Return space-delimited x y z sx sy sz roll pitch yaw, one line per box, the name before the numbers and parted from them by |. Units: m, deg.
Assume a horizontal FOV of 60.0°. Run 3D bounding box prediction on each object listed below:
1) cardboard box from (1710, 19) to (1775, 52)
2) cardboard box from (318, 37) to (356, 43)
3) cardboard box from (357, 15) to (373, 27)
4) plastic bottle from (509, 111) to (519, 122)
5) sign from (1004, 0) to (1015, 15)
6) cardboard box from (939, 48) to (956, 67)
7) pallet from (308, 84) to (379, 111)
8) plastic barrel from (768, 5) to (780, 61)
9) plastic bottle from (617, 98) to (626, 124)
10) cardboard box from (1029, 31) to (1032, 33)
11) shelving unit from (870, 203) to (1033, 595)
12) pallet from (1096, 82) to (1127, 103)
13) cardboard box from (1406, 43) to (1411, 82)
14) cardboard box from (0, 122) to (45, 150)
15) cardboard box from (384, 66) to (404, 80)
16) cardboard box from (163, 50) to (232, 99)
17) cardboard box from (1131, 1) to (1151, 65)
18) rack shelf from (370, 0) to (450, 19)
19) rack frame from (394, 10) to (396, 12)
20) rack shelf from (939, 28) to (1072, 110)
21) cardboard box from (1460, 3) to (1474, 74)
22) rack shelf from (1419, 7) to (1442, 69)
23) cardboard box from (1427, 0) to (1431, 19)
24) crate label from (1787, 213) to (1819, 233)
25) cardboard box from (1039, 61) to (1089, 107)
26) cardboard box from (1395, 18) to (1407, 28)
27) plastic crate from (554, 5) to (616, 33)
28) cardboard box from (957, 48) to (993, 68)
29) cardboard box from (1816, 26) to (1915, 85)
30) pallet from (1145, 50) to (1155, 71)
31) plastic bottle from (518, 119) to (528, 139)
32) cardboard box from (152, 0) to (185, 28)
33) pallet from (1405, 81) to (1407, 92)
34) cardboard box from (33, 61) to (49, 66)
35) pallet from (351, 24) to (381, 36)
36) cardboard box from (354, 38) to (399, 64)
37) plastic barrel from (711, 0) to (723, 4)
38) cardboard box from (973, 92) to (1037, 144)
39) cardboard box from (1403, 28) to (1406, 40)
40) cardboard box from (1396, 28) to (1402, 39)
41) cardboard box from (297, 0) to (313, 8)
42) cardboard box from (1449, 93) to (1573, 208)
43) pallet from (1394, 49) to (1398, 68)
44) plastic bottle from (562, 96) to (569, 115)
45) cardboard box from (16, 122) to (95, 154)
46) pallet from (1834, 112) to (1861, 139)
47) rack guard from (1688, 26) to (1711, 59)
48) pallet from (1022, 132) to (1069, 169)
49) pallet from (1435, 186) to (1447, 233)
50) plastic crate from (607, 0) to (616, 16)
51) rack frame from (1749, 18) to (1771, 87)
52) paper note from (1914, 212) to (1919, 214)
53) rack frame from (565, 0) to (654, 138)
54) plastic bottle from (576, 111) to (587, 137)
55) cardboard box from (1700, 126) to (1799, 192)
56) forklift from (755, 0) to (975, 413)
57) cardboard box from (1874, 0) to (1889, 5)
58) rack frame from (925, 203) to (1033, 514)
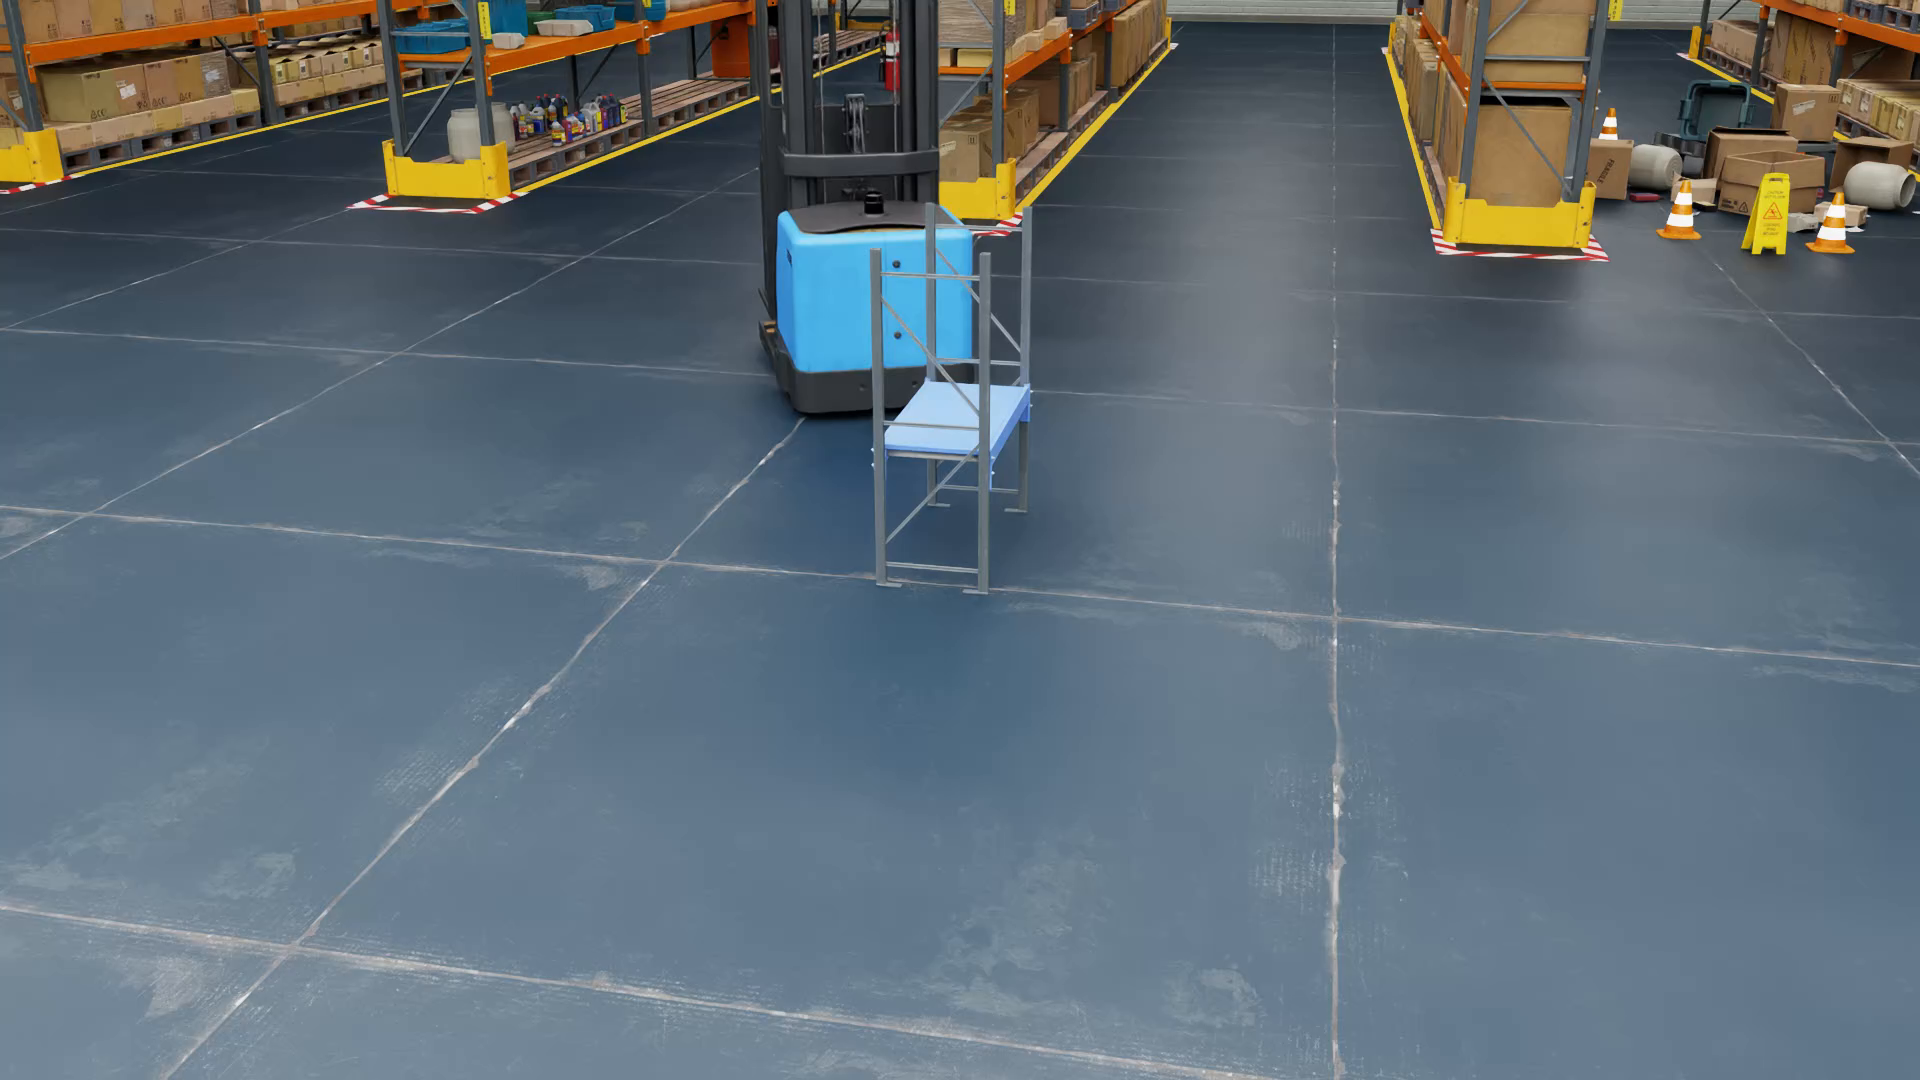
cardboard box | 12.825 -8.217 27.107 0.875 0.438 0.875 4 22 9
cardboard box | -8.663 -6.863 23.247 0.500 0.311 0.500 4 22 10
cardboard box | -11.534 -9.936 31.293 0.700 0.500 0.500 4 22 11
plastic bottle | -4.902 -4.527 18.137 0.152 0.276 0.135 4 22 9
sign | 0.426 -4.723 14.408 0.100 0.325 0.005 4 22 11
cardboard box | -0.249 -4.367 15.017 0.380 0.149 0.250 4 22 11
pallet | -8.627 -6.009 22.491 1.003 0.211 1.213 4 22 11
plastic barrel | -2.777 -7.894 25.686 0.600 0.901 0.708 4 22 11
plastic bottle | -3.913 -4.947 19.168 0.061 0.283 0.133 6 23 14
cardboard box | 0.509 -4.975 16.528 0.380 0.149 0.250 4 22 11
shelving unit | -0.017 -0.664 7.496 0.538 1.500 1.048 4 22 11
pallet | 1.762 -6.278 23.159 1.003 0.211 1.213 4 22 11
cardboard box | 6.442 -6.554 22.896 0.500 0.500 0.500 3 22 9
cardboard box | -9.982 -4.258 17.529 0.500 0.250 0.500 4 22 11
cardboard box | -8.140 -6.565 23.258 0.500 0.250 0.500 4 22 10
cardboard box | -8.980 -5.482 19.564 0.500 0.500 0.500 4 22 11
cardboard box | 2.233 -7.725 25.302 1.225 0.875 0.875 5 22 11
rack shelf | -7.762 -8.443 25.766 1.077 0.370 4.000 4 22 11
rack frame | -11.388 -11.347 32.014 1.000 3.000 0.127 4 22 11
rack shelf | 0.303 -4.761 16.623 1.077 0.370 4.000 4 22 11
cardboard box | 4.852 -4.360 14.462 0.875 0.550 0.550 4 22 11
rack shelf | 5.954 -5.809 19.224 1.077 0.370 4.000 4 22 11
cardboard box | 5.802 -6.406 19.611 0.500 0.500 0.500 4 22 11
crate label | 7.365 -2.788 14.593 0.250 0.136 0.298 -7 23 -17
cardboard box | 1.201 -5.675 20.687 0.700 0.500 0.500 6 23 15
cardboard box | 7.440 -8.590 27.625 0.380 0.149 0.250 4 22 11
plastic crate | -4.098 -5.709 18.213 0.499 0.251 0.616 4 22 11
cardboard box | 0.187 -4.333 14.933 0.380 0.149 0.250 4 22 11
cardboard box | 11.451 -5.989 20.991 0.875 0.875 0.875 4 22 10
pallet | 2.575 -7.730 26.766 1.003 0.211 1.213 4 22 11
plastic bottle | -4.776 -4.490 18.144 0.097 0.201 0.097 0 22 0
cardboard box | -9.278 -6.090 18.825 0.700 0.500 0.500 5 22 12
pallet | 6.774 -6.311 23.241 1.003 0.211 1.213 4 22 11
cardboard box | -13.408 -6.836 23.568 0.700 0.500 0.500 4 22 11
pallet | -11.474 -9.756 31.794 1.003 0.211 1.213 4 22 11
cardboard box | -8.135 -6.824 23.150 0.500 0.311 0.500 4 22 10
plastic barrel | -3.322 -7.326 21.879 0.421 0.512 0.421 0 22 0
cardboard box | 0.481 -4.508 17.816 0.500 0.500 0.500 12 25 28
cardboard box | 7.053 -7.823 25.721 0.380 0.149 0.250 4 22 10
cardboard box | 7.404 -8.360 27.453 0.380 0.149 0.250 5 23 13
cardboard box | -8.706 -7.101 21.337 0.500 0.500 0.500 6 23 15
cardboard box | 4.804 -3.410 14.588 0.875 0.875 0.875 5 22 11
pallet | 7.528 -7.739 26.787 1.003 0.211 1.213 4 22 11
plastic bottle | -4.632 -5.059 19.463 0.097 0.271 0.097 0 22 0
cardboard box | -9.475 -4.218 17.430 0.500 0.250 0.500 4 22 11
pallet | 11.068 -4.954 19.872 1.003 0.211 1.213 4 22 11
rack guard | 12.866 -8.309 27.814 1.175 0.500 0.348 4 22 11
pallet | 0.609 -4.284 18.209 1.003 0.211 1.213 4 22 11
pallet | 4.817 -2.953 14.903 1.003 0.211 1.213 4 22 11
plastic crate | -4.338 -6.434 19.727 0.402 0.464 0.583 4 22 11
rack frame | 12.045 -7.996 23.693 1.000 3.000 0.127 4 22 11
paper note | 8.875 -3.016 15.301 0.142 0.019 0.148 -3 22 -8
rack frame | -4.138 -6.204 19.242 1.000 3.000 0.127 4 22 11
plastic bottle | -4.147 -4.555 18.210 0.097 0.271 0.097 0 22 0
cardboard box | 7.659 -3.691 16.162 0.797 0.637 0.503 4 22 11
forklift | -0.723 -2.600 10.385 1.130 2.935 3.031 -5 22 -11
cardboard box | 10.713 -6.211 19.033 0.380 0.149 0.250 5 22 11
rack frame | 0.086 -0.850 7.958 0.500 1.500 0.032 4 22 11
